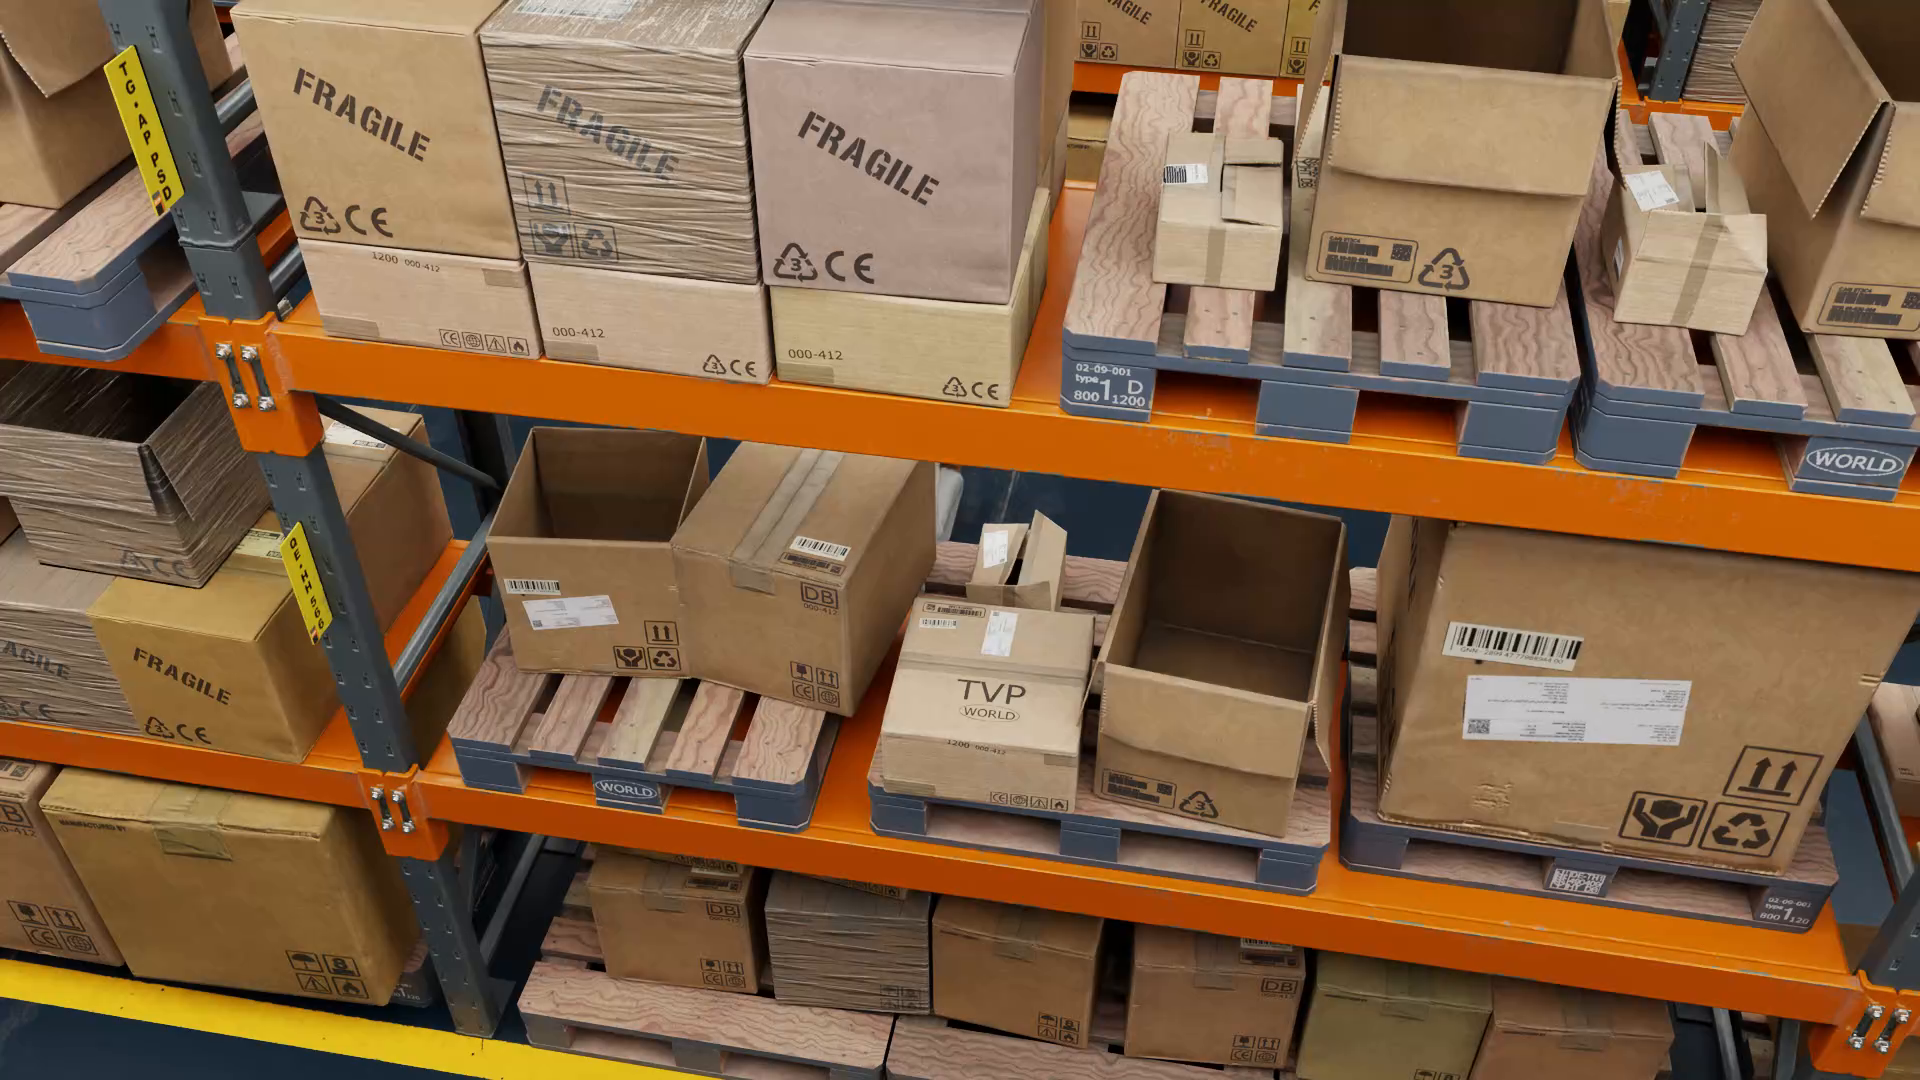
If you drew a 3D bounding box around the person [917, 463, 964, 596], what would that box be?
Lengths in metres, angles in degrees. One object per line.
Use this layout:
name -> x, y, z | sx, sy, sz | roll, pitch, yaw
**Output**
person -> -0.240, -0.247, 7.017 | 0.476, 0.935, 0.801 | 6, 41, 7
